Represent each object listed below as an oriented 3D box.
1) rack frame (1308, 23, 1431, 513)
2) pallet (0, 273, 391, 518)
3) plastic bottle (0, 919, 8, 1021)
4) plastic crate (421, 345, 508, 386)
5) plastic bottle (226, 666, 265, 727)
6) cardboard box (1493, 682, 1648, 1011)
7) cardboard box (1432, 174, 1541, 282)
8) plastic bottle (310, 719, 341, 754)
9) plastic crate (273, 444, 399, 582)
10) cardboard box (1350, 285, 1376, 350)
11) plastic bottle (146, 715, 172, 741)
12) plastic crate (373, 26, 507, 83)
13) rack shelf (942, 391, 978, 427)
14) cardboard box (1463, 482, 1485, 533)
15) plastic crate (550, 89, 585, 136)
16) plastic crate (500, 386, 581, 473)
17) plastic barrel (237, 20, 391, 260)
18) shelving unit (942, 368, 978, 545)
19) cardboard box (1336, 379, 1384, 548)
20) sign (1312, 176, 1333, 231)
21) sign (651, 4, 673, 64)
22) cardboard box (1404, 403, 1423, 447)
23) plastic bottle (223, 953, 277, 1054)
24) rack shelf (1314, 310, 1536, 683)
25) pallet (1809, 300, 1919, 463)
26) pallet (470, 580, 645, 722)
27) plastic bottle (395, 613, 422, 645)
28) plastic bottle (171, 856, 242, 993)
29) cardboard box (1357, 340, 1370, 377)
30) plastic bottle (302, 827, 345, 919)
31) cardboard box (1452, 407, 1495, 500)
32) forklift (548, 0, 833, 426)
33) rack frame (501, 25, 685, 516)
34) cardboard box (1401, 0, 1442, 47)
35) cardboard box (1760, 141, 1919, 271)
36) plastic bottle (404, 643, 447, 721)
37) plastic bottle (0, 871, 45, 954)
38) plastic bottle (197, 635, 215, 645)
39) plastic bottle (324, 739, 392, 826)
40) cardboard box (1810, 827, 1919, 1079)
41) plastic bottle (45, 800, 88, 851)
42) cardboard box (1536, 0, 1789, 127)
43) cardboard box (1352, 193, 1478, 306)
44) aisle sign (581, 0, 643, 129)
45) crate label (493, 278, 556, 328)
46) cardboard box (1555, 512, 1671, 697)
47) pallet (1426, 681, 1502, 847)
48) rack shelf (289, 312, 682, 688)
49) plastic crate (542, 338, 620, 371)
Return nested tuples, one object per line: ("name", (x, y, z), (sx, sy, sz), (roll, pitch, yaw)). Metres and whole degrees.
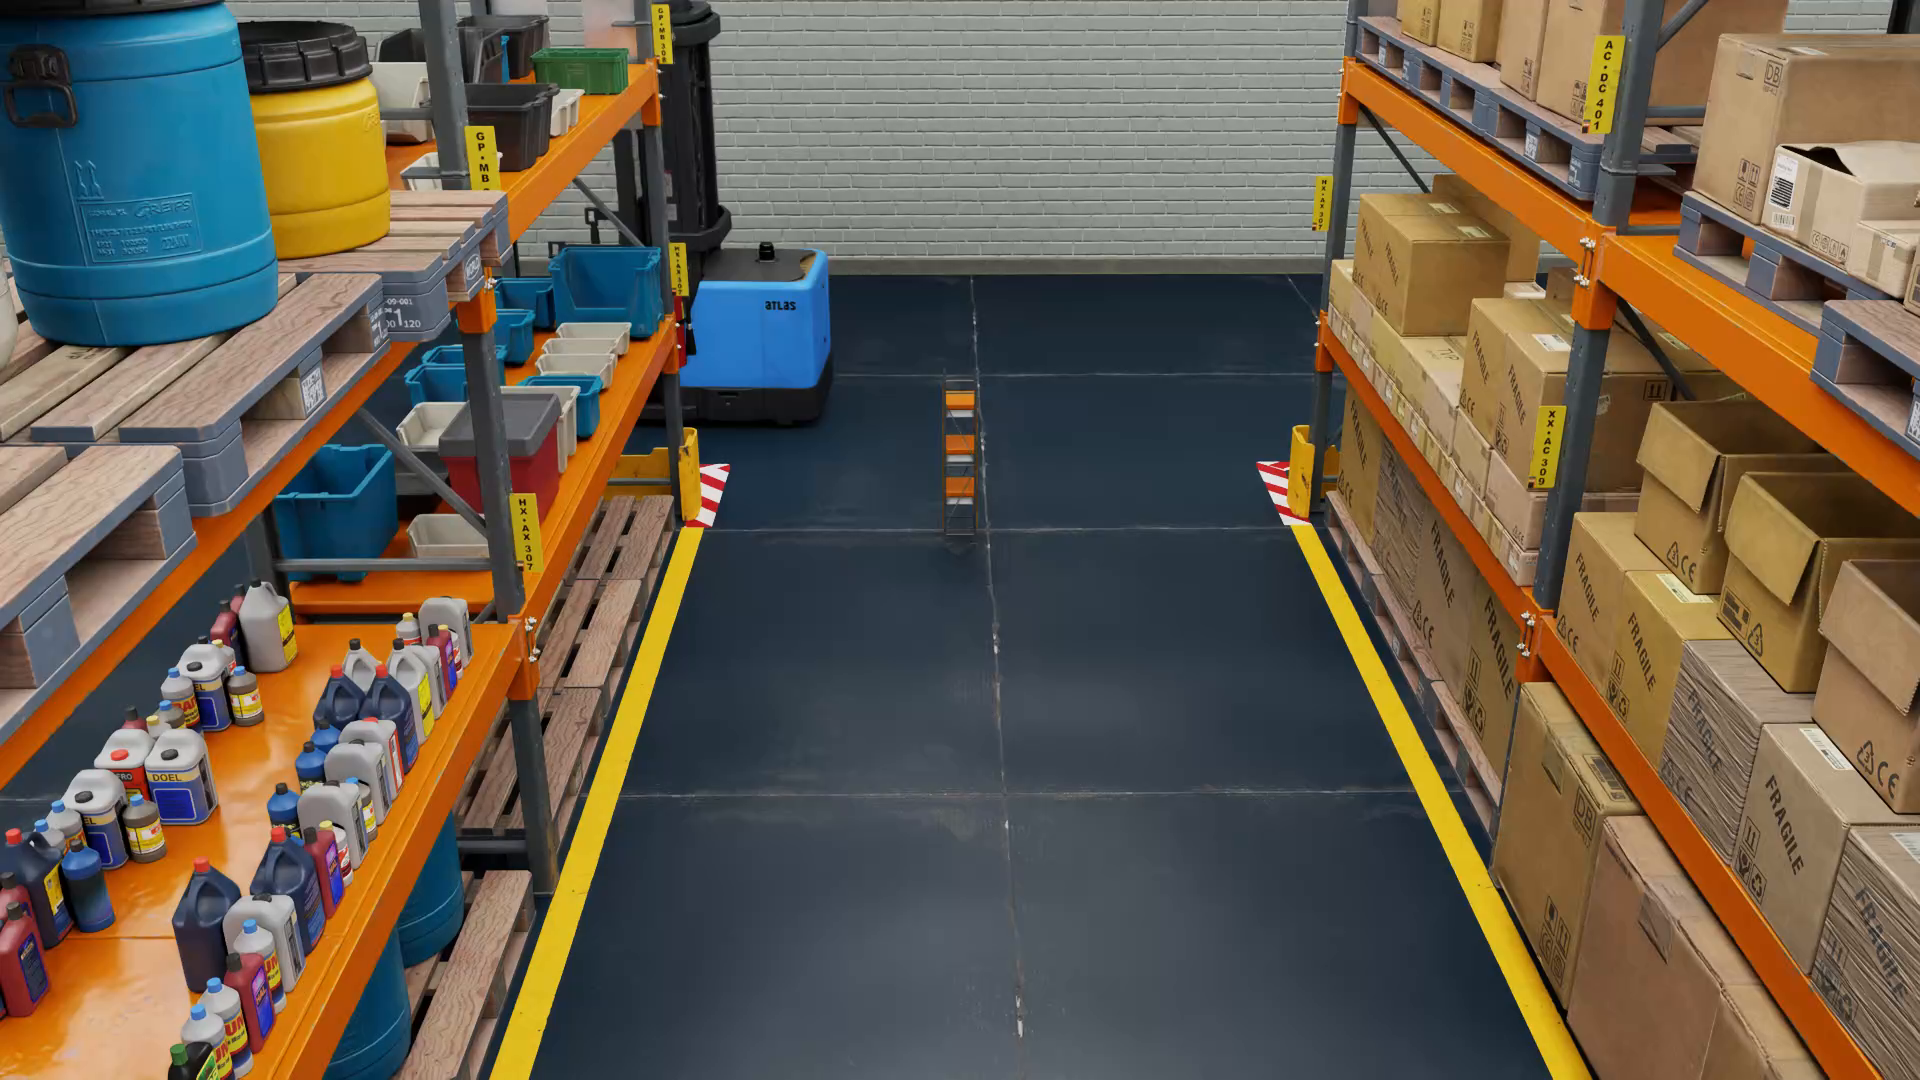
("rack frame", (2.710, -1.568, 10.078), (1.000, 3.000, 0.127), (0, 24, -1))
("pallet", (-2.077, -0.389, 4.058), (1.003, 0.211, 1.213), (0, 24, -1))
("plastic bottle", (-2.559, 1.071, 4.301), (0.144, 0.351, 0.185), (0, 24, -1))
("plastic crate", (-2.555, -0.851, 8.623), (0.416, 0.233, 0.300), (0, 24, -1))
("plastic bottle", (-2.446, 0.528, 5.684), (0.097, 0.201, 0.097), (0, 24, 0))
("cardboard box", (2.781, 1.120, 6.202), (1.225, 0.875, 0.875), (0, 24, 0))
("cardboard box", (2.978, -1.778, 9.451), (0.500, 0.500, 0.500), (0, 24, 0))
("plastic bottle", (-1.987, 0.688, 5.244), (0.097, 0.271, 0.097), (0, 24, 0))
("plastic crate", (-2.545, -0.109, 6.797), (0.392, 0.384, 0.575), (0, 24, -1))
("cardboard box", (2.458, -1.222, 9.134), (0.500, 0.250, 0.500), (-1, 24, -1))
("plastic bottle", (-2.595, 0.664, 5.383), (0.097, 0.201, 0.097), (0, 24, 0))
("plastic crate", (-2.501, -2.254, 8.028), (0.504, 0.338, 0.767), (0, 24, -1))
("rack shelf", (-0.001, -0.749, 9.970), (0.215, 0.259, 0.240), (0, 24, -1))
("cardboard box", (2.417, -0.142, 7.228), (0.380, 0.149, 0.250), (-1, 24, -1))
("plastic crate", (-1.972, -1.942, 7.584), (0.437, 0.136, 0.530), (0, 24, -1))
("plastic crate", (-2.031, -0.501, 7.789), (0.437, 0.282, 0.530), (0, 24, -1))
("plastic barrel", (-1.986, -1.166, 4.811), (0.600, 0.588, 0.600), (0, 24, 0))
("shelving unit", (-0.001, -0.500, 10.082), (0.215, 1.050, 0.252), (0, 24, -1))
("cardboard box", (2.797, -0.528, 9.847), (0.875, 0.875, 0.875), (0, 24, -1))
("sign", (2.155, -1.999, 9.883), (0.100, 0.325, 0.005), (0, 24, -1))
("sign", (-1.693, -2.874, 9.452), (0.100, 0.325, 0.005), (0, 24, -1))
("cardboard box", (2.407, -0.564, 8.162), (0.380, 0.149, 0.250), (0, 24, 0))
("plastic bottle", (-1.804, 1.148, 4.214), (0.061, 0.283, 0.133), (0, 24, -1))
("rack shelf", (2.732, -0.416, 8.404), (1.077, 0.370, 4.000), (0, 24, -1))
("pallet", (2.722, -0.278, 3.815), (1.003, 0.211, 1.213), (1, 24, 2))
("pallet", (-2.262, 0.566, 8.742), (1.003, 0.211, 1.213), (0, 24, -1))
("plastic bottle", (-1.996, 0.362, 6.051), (0.097, 0.201, 0.097), (0, 24, 0))
("plastic bottle", (-2.000, 1.012, 4.432), (0.144, 0.351, 0.185), (0, 24, -1))
("cardboard box", (2.395, -0.987, 9.098), (0.380, 0.149, 0.250), (-1, 24, -1))
("plastic bottle", (-1.810, 0.921, 4.716), (0.061, 0.283, 0.133), (0, 24, -1))
("cardboard box", (2.478, -0.381, 7.274), (0.500, 0.250, 0.500), (0, 24, 1))
("forklift", (-2.512, -2.376, 11.948), (3.031, 2.935, 1.130), (1, 24, 3))
("rack frame", (-2.243, -1.546, 10.028), (1.000, 3.000, 0.127), (0, 24, -1))
("cardboard box", (2.655, -2.771, 8.345), (0.700, 0.500, 0.500), (-1, 24, -2))
("cardboard box", (2.676, -0.985, 4.746), (0.500, 0.311, 0.500), (-1, 24, -2))
("plastic bottle", (-1.868, 0.470, 5.721), (0.152, 0.276, 0.135), (0, 24, -1))
("plastic bottle", (-2.542, 1.037, 4.460), (0.061, 0.283, 0.133), (0, 24, -1))
("plastic bottle", (-2.600, 0.456, 5.757), (0.097, 0.271, 0.097), (0, 24, 0))
("plastic bottle", (-1.861, 0.734, 5.139), (0.152, 0.276, 0.135), (0, 24, -1))
("cardboard box", (2.536, 1.061, 4.143), (0.500, 0.500, 0.500), (-1, 24, -2))
("plastic bottle", (-2.588, 0.878, 4.824), (0.097, 0.271, 0.097), (0, 24, 0))
("cardboard box", (2.685, -1.891, 6.400), (0.700, 0.500, 0.500), (-2, 24, -4))
("cardboard box", (2.451, -1.572, 8.997), (0.500, 0.500, 0.500), (-1, 24, -2))
("aisle sign", (-1.950, -2.761, 9.561), (0.394, 0.787, 0.004), (0, 24, -1))
("crate label", (-2.569, -1.394, 9.822), (0.416, 0.233, 0.303), (0, 24, -1))
("cardboard box", (2.509, 0.225, 5.991), (0.500, 0.500, 0.500), (0, 24, 0))
("pallet", (2.824, 1.037, 7.701), (1.003, 0.211, 1.213), (0, 24, -1))
("rack shelf", (-2.221, -0.394, 8.354), (1.077, 0.370, 4.000), (0, 24, -1))
("plastic crate", (-2.064, -0.998, 9.065), (0.396, 0.136, 0.243), (0, 24, -1))
